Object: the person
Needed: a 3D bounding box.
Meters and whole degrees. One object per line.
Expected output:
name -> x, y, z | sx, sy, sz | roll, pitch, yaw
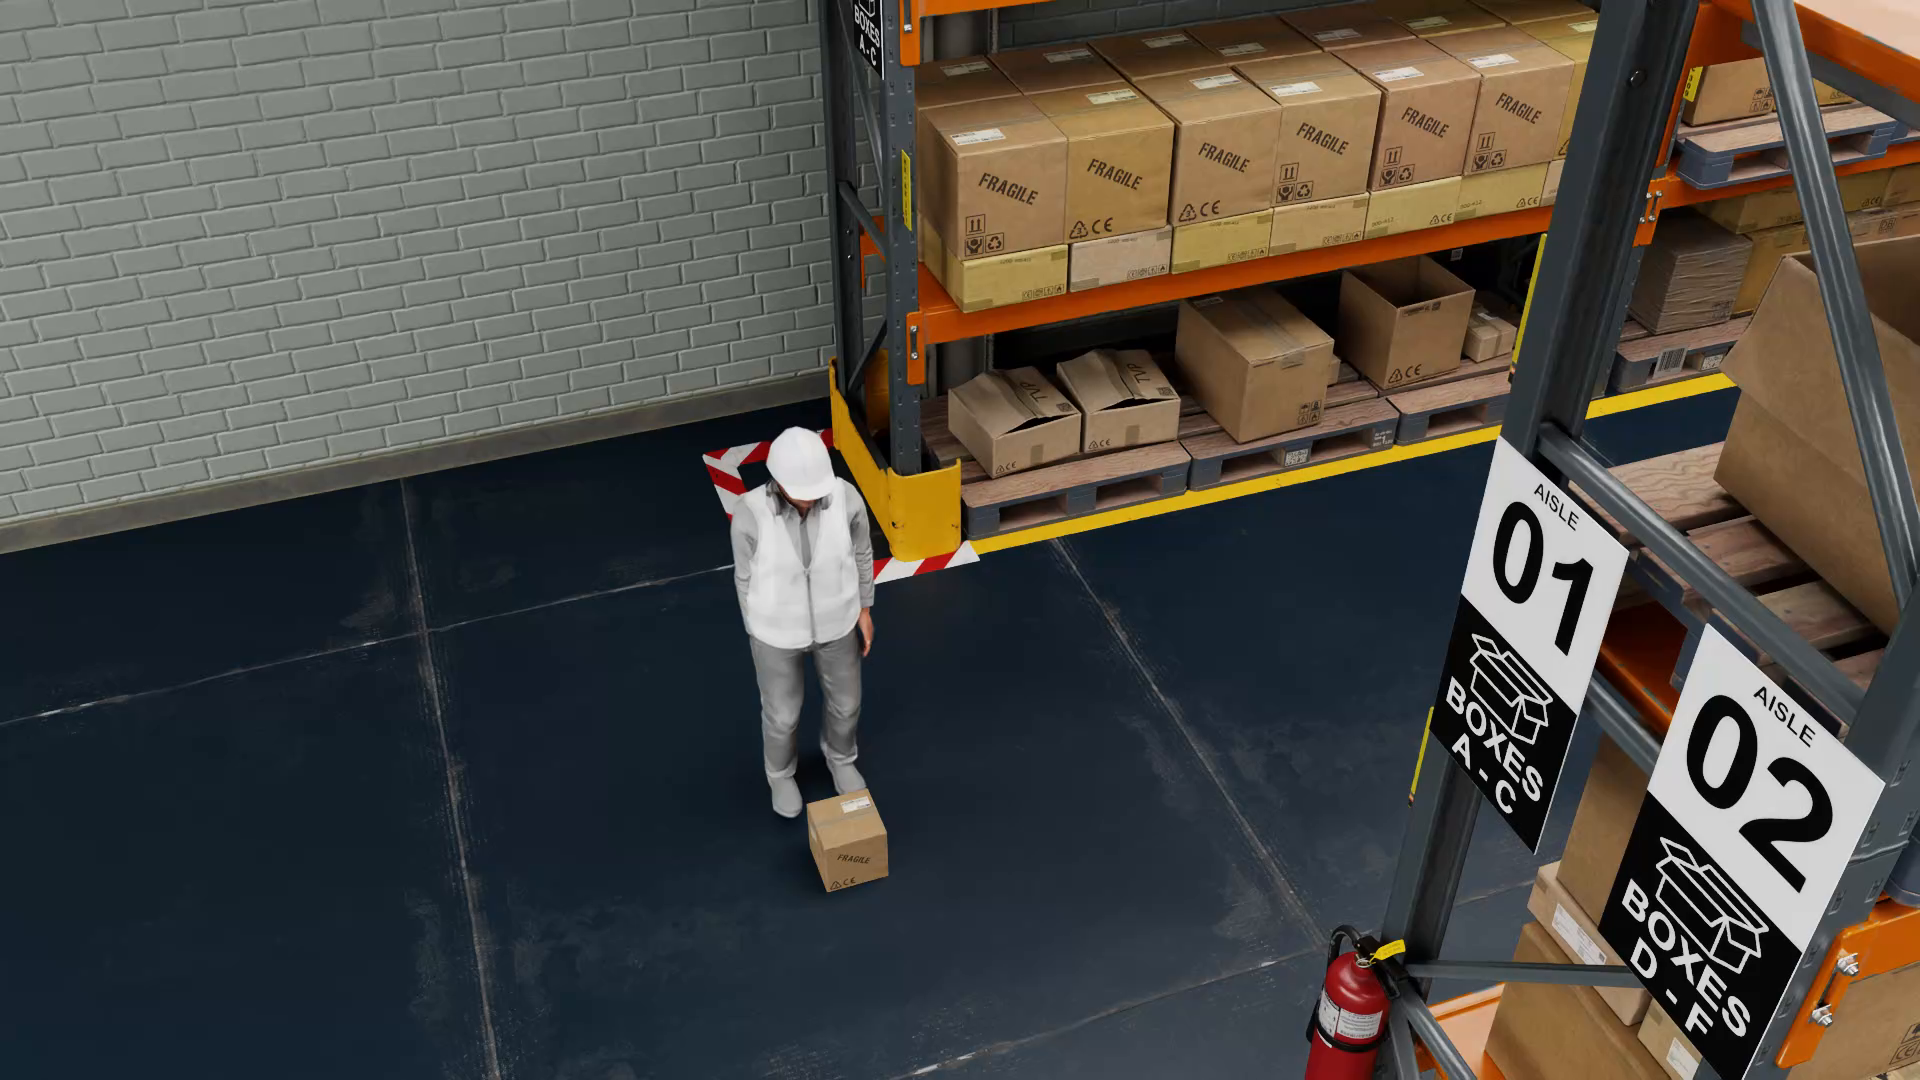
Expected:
person -> -0.576, 0.307, 6.374 | 0.535, 1.762, 0.363 | -12, 39, -15
